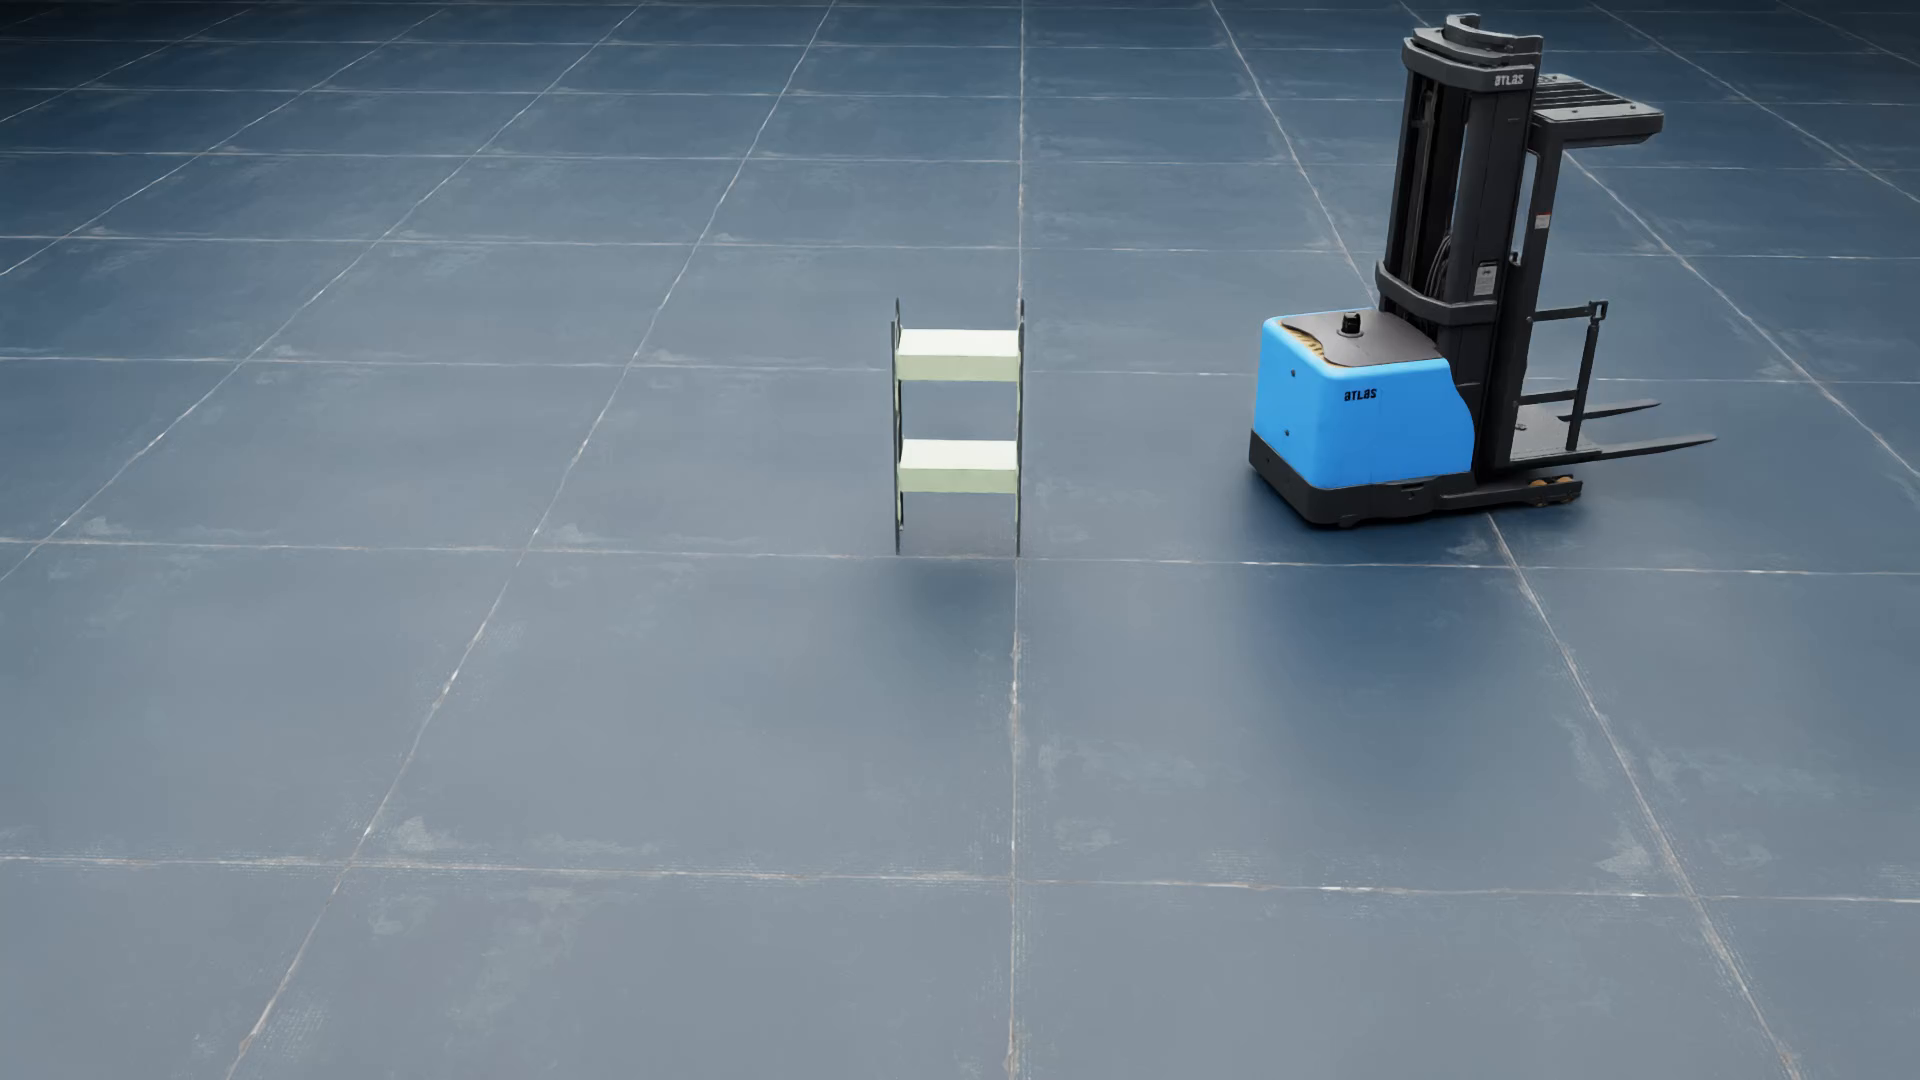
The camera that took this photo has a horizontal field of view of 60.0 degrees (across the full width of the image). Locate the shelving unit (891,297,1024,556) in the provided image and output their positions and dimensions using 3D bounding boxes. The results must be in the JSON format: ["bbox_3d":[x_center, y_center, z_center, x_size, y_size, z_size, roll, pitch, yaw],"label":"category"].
[{"bbox_3d":[-0.007,-0.663,9.924,0.755,1.500,0.431,1,28,2],"label":"shelving unit"}]

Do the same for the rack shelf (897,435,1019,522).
[{"bbox_3d":[-0.007,-0.375,10.077,0.720,0.370,0.431,1,28,2],"label":"rack shelf"}]

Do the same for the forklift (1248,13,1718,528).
[{"bbox_3d":[3.503,-1.741,10.430,3.031,2.935,1.130,-7,29,-13],"label":"forklift"}]

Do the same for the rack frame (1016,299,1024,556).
[{"bbox_3d":[0.359,-0.657,9.913,0.023,1.500,0.400,1,28,2],"label":"rack frame"}]

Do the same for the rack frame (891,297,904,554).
[{"bbox_3d":[-0.372,-0.669,9.935,0.023,1.500,0.400,1,28,2],"label":"rack frame"}]

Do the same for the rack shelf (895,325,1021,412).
[{"bbox_3d":[-0.007,-1.008,9.741,0.720,0.370,0.431,1,28,2],"label":"rack shelf"}]
